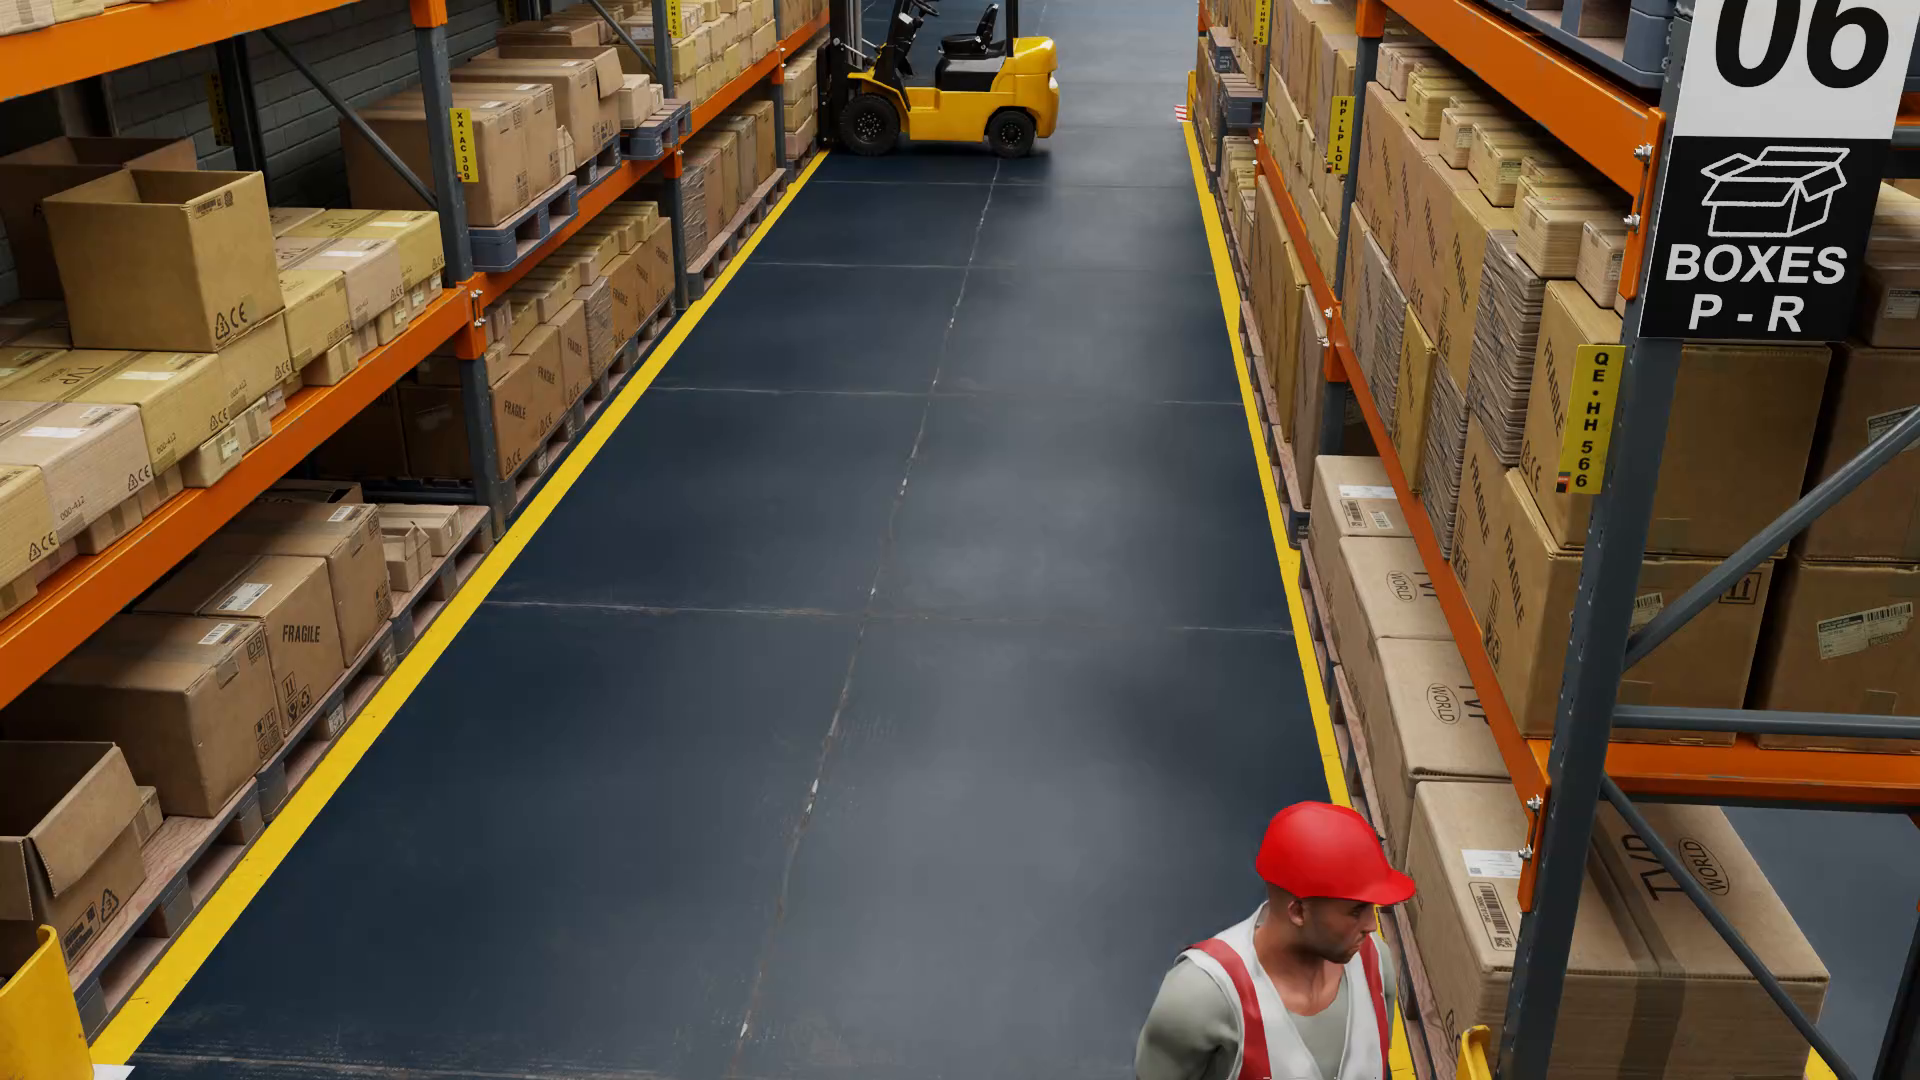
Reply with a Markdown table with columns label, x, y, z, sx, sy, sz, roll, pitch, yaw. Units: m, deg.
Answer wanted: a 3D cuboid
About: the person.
| label | x | y | z | sx | sy | sz | roll | pitch | yaw |
| --- | --- | --- | --- | --- | --- | --- | --- | --- | --- |
| person | 0.555 | 1.281 | 3.253 | 0.623 | 1.745 | 0.911 | -13 | 27 | -26 |
